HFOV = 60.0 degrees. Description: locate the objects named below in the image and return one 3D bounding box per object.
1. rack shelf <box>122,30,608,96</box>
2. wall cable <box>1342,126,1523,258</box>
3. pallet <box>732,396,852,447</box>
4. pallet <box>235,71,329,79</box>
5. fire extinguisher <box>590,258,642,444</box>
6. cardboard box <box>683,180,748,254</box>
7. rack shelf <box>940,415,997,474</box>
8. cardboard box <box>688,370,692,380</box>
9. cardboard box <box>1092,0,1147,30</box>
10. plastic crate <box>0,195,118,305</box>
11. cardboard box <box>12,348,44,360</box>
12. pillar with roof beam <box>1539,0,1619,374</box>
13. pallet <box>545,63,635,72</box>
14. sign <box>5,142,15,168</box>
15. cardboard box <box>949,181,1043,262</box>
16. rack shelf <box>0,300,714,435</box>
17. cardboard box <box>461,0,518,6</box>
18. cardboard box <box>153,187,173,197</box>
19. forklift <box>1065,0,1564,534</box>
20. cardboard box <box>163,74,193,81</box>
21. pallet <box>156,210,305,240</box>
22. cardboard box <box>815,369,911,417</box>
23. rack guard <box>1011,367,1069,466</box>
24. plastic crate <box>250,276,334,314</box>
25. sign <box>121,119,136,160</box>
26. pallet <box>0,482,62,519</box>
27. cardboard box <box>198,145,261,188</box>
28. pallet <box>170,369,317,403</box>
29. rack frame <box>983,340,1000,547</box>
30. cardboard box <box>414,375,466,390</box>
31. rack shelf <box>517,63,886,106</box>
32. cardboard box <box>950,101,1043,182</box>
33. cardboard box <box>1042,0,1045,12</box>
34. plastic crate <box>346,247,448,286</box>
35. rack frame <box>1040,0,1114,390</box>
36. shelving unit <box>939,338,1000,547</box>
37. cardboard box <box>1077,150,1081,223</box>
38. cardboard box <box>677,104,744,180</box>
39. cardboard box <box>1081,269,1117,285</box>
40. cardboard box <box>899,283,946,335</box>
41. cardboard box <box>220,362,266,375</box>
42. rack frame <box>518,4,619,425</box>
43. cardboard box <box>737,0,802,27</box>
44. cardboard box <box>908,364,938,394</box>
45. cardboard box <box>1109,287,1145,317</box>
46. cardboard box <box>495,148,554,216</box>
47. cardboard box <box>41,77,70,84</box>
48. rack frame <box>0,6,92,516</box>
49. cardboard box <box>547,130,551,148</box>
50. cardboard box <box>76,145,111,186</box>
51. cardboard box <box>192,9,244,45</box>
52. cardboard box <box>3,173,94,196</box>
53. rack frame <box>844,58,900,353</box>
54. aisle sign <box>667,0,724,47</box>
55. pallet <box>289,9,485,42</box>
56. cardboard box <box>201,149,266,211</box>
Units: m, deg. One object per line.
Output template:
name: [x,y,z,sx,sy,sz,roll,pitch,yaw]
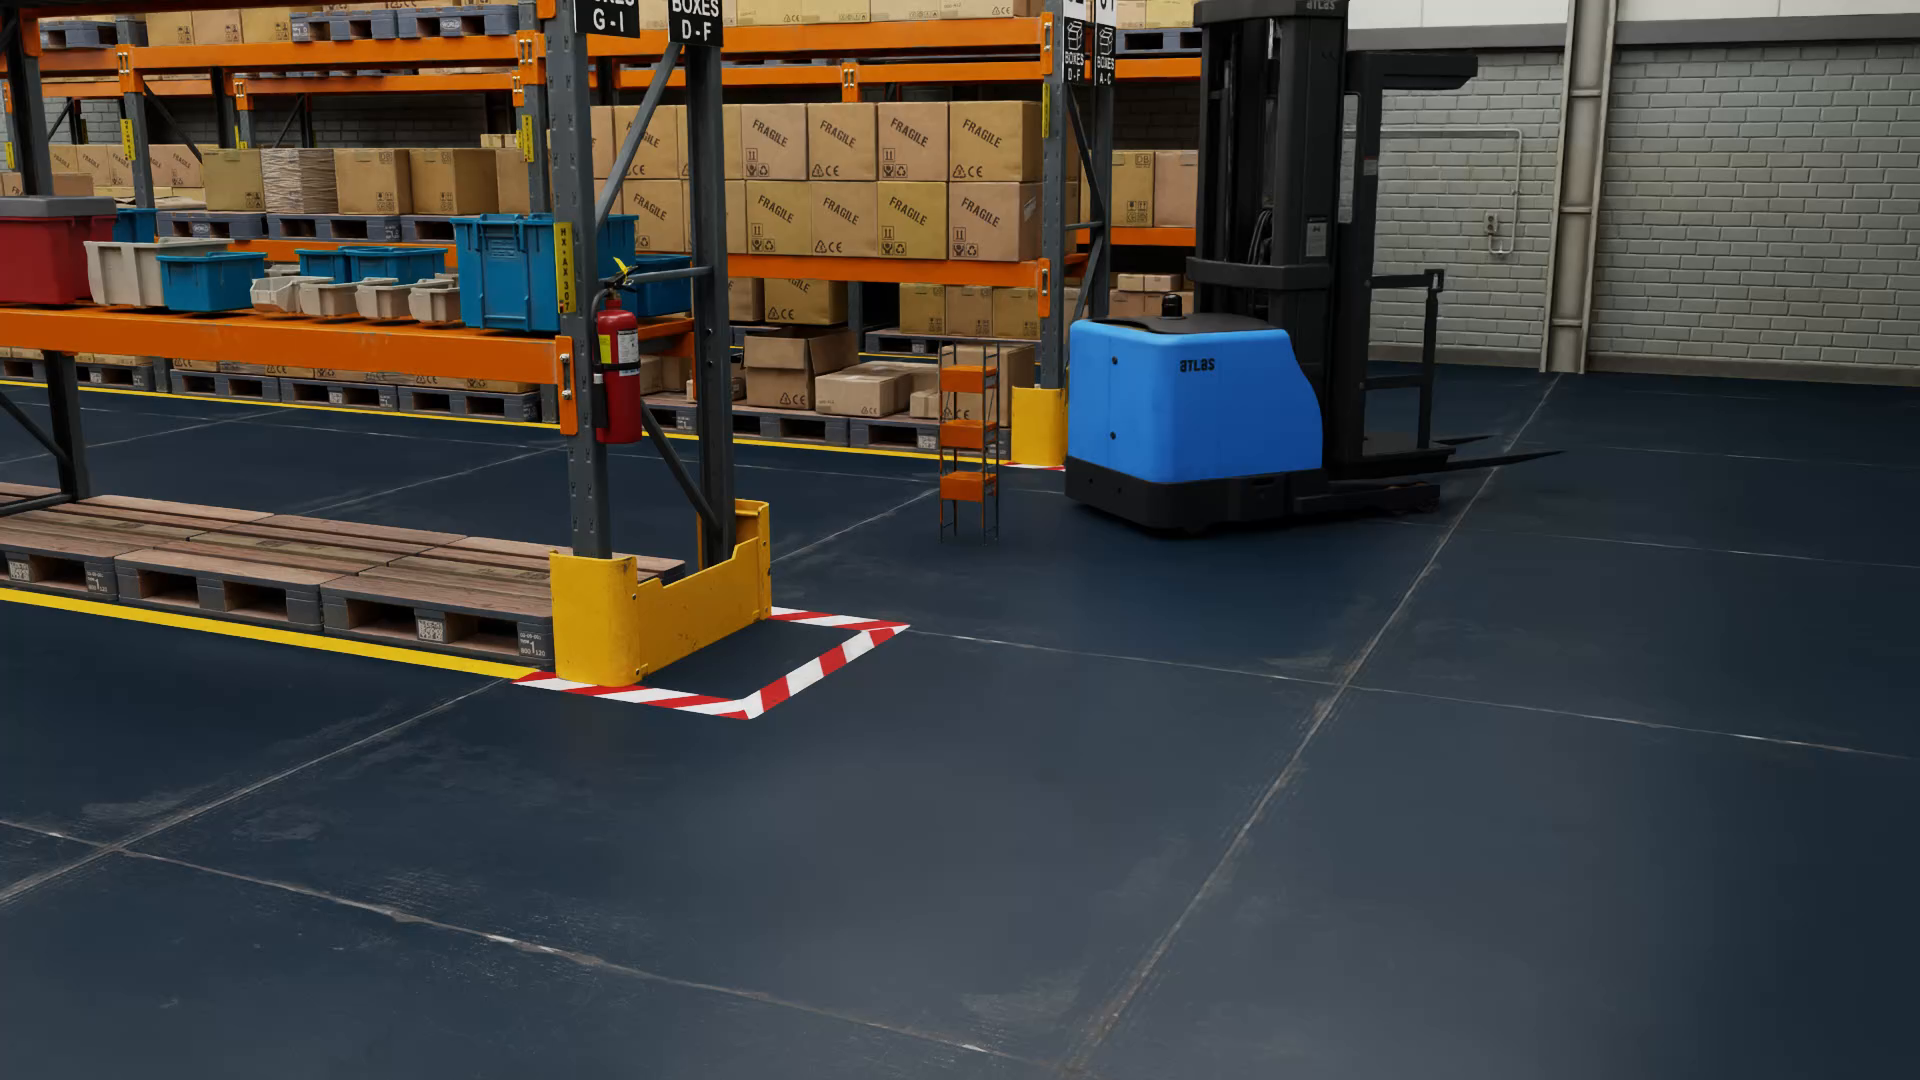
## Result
rack shelf: [-4.707,-3.729,13.088,4.000,0.370,1.077,6,14,23]
wall cable: [4.335,-3.672,15.615,1.851,1.984,0.084,6,14,23]
pallet: [-1.132,-0.900,12.127,1.213,0.211,1.003,6,14,23]
pallet: [-7.669,-5.498,19.466,1.003,0.211,1.213,6,14,23]
fire extinguisher: [-1.277,-0.701,6.163,0.183,0.674,0.296,6,14,23]
cardboard box: [-1.597,-2.285,11.707,0.500,0.500,0.500,6,14,23]
rack shelf: [0.049,-0.496,8.616,0.240,0.259,0.215,6,14,23]
cardboard box: [-1.876,-1.244,12.769,0.250,0.149,0.380,6,14,23]
cardboard box: [1.528,-4.799,15.265,0.500,0.250,0.500,5,14,21]
plastic crate: [-4.174,-1.325,7.563,0.583,0.464,0.402,6,14,23]
cardboard box: [-8.047,-1.761,14.795,0.500,0.250,0.500,6,15,25]
pillar with roof beam: [3.857,-5.051,10.582,0.400,9.000,9.100,6,14,23]
pallet: [-3.923,-5.159,18.021,1.003,0.211,1.213,7,15,26]
sign: [-12.067,-4.887,21.121,0.005,0.325,0.100,6,14,23]
cardboard box: [0.259,-2.097,10.906,0.500,0.500,0.500,6,15,25]
rack shelf: [-3.060,-0.864,7.446,4.000,0.370,1.077,6,14,23]
cardboard box: [-3.310,-4.258,12.411,0.600,0.600,0.600,4,14,18]
cardboard box: [-9.664,-4.217,20.446,0.500,0.250,0.500,6,14,23]
forklift: [2.155,-1.667,9.442,3.031,2.935,1.130,-6,15,-25]
cardboard box: [-9.209,-5.772,19.959,0.500,0.500,0.500,5,14,18]
pallet: [-5.888,-2.662,13.955,1.003,0.211,1.213,6,14,23]
cardboard box: [-0.675,-1.032,11.643,0.500,0.250,0.500,6,14,23]
rack guard: [0.709,-0.854,11.298,0.348,0.500,1.175,6,14,23]
plastic crate: [-2.852,-1.042,7.074,0.250,0.136,0.298,6,14,23]
sign: [-6.758,-3.251,13.510,0.005,0.325,0.100,6,14,23]
pallet: [-5.577,-0.122,8.812,1.213,0.211,1.003,6,14,23]
cardboard box: [-8.748,-4.490,19.966,0.500,0.500,0.500,6,14,23]
pallet: [-5.869,-1.369,14.128,1.213,0.211,1.003,6,14,23]
rack frame: [0.160,-0.495,8.566,0.008,1.050,0.200,6,14,23]
cardboard box: [-3.895,-1.464,12.937,0.500,0.500,0.500,6,14,23]
rack shelf: [-2.704,-4.764,17.499,4.000,0.370,1.077,6,14,23]
cardboard box: [0.260,-2.583,10.788,0.500,0.500,0.500,6,14,23]
cardboard box: [0.412,-3.551,11.086,0.500,0.250,0.500,6,14,23]
plastic crate: [-2.528,-1.190,7.497,0.300,0.233,0.416,6,14,23]
rack frame: [0.778,-2.064,10.983,0.127,3.000,1.000,6,14,23]
shelving unit: [0.049,-0.506,8.614,0.252,1.050,0.215,6,14,23]
cardboard box: [0.948,-3.427,16.137,0.700,0.700,0.980,5,14,21]
cardboard box: [-1.620,-2.771,11.592,0.500,0.500,0.500,5,14,22]
cardboard box: [1.371,-2.569,16.271,0.250,0.149,0.380,6,14,24]
cardboard box: [-0.234,-2.366,16.822,0.500,0.500,0.700,6,14,24]
cardboard box: [-5.755,-1.652,13.737,0.500,0.500,0.500,5,14,21]
rack frame: [-2.879,-2.434,12.560,0.127,3.000,1.000,6,14,23]
cardboard box: [-1.164,-3.585,11.229,0.500,0.250,0.500,6,14,23]
cardboard box: [-0.061,-1.095,11.911,0.500,0.250,0.500,6,14,23]
cardboard box: [1.643,-2.176,16.016,0.500,0.500,0.700,6,14,23]
cardboard box: [-3.221,-2.777,12.887,0.500,0.500,0.700,1,13,4]
cardboard box: [-11.166,-5.957,20.749,0.500,0.500,0.500,7,15,27]
rack frame: [-4.889,-1.399,8.153,0.127,3.000,1.000,6,14,23]
cardboard box: [-4.196,-4.309,17.995,0.500,0.250,0.500,6,15,25]
cardboard box: [-10.615,-4.677,20.763,0.500,0.500,0.500,5,14,21]
cardboard box: [-5.657,-4.232,13.440,0.500,0.500,0.910,6,14,23]
cardboard box: [-8.077,-3.004,14.773,0.500,0.500,0.500,5,14,20]
rack frame: [-0.876,-3.469,16.971,0.127,3.000,1.000,6,14,23]
aisle sign: [-1.045,-2.350,6.514,0.004,0.787,0.394,6,14,23]
pallet: [-4.396,-3.973,12.965,1.003,0.211,1.213,6,14,23]
cardboard box: [-5.915,-3.022,13.930,0.500,0.500,0.700,1,13,4]
